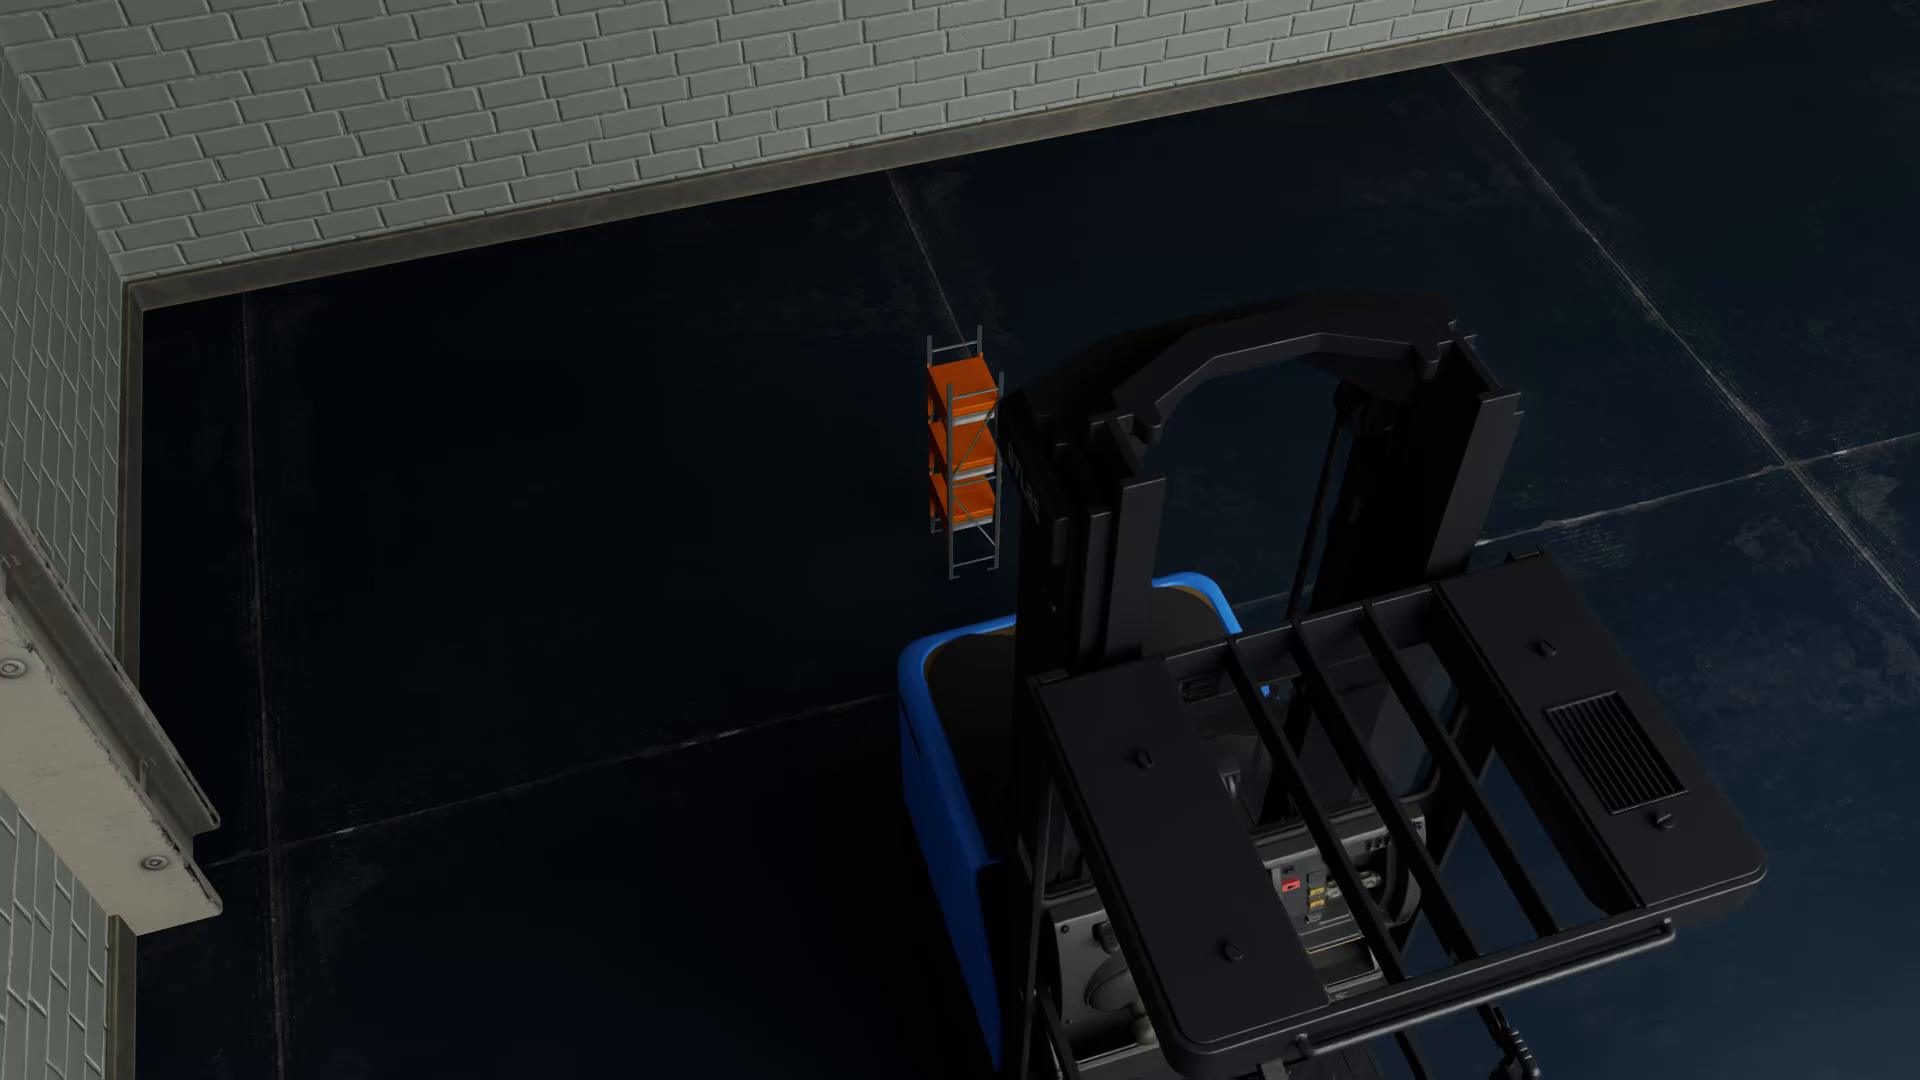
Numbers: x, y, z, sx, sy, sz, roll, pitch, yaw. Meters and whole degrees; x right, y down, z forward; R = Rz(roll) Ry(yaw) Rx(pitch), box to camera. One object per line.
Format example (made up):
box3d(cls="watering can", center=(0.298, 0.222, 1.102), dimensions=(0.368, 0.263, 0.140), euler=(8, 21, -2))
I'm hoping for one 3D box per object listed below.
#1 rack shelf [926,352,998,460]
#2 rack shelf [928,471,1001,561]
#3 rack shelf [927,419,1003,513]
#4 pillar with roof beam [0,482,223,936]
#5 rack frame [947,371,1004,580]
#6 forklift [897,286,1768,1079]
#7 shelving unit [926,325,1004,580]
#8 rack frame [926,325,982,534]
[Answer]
box3d(cls="rack shelf", center=(0.016, -0.475, 5.896), dimensions=(0.215, 0.259, 0.240), euler=(-13, 51, -11))
box3d(cls="rack shelf", center=(0.016, -0.113, 6.326), dimensions=(0.215, 0.259, 0.240), euler=(-13, 51, -11))
box3d(cls="rack shelf", center=(0.016, -0.292, 6.113), dimensions=(0.215, 0.259, 0.240), euler=(-13, 51, -11))
box3d(cls="pillar with roof beam", center=(1.467, -2.749, 2.971), dimensions=(9.100, 9.000, 0.400), euler=(-13, 51, -11))
box3d(cls="rack frame", center=(0.052, -0.210, 6.030), dimensions=(0.200, 1.050, 0.008), euler=(-13, 51, -11))
box3d(cls="forklift", center=(0.730, 1.014, 3.768), dimensions=(1.130, 2.935, 3.031), euler=(-14, 51, -11))
box3d(cls="shelving unit", center=(0.016, -0.299, 6.105), dimensions=(0.215, 1.050, 0.252), euler=(-13, 51, -11))
box3d(cls="rack frame", center=(-0.020, -0.388, 6.180), dimensions=(0.200, 1.050, 0.008), euler=(-13, 51, -11))
